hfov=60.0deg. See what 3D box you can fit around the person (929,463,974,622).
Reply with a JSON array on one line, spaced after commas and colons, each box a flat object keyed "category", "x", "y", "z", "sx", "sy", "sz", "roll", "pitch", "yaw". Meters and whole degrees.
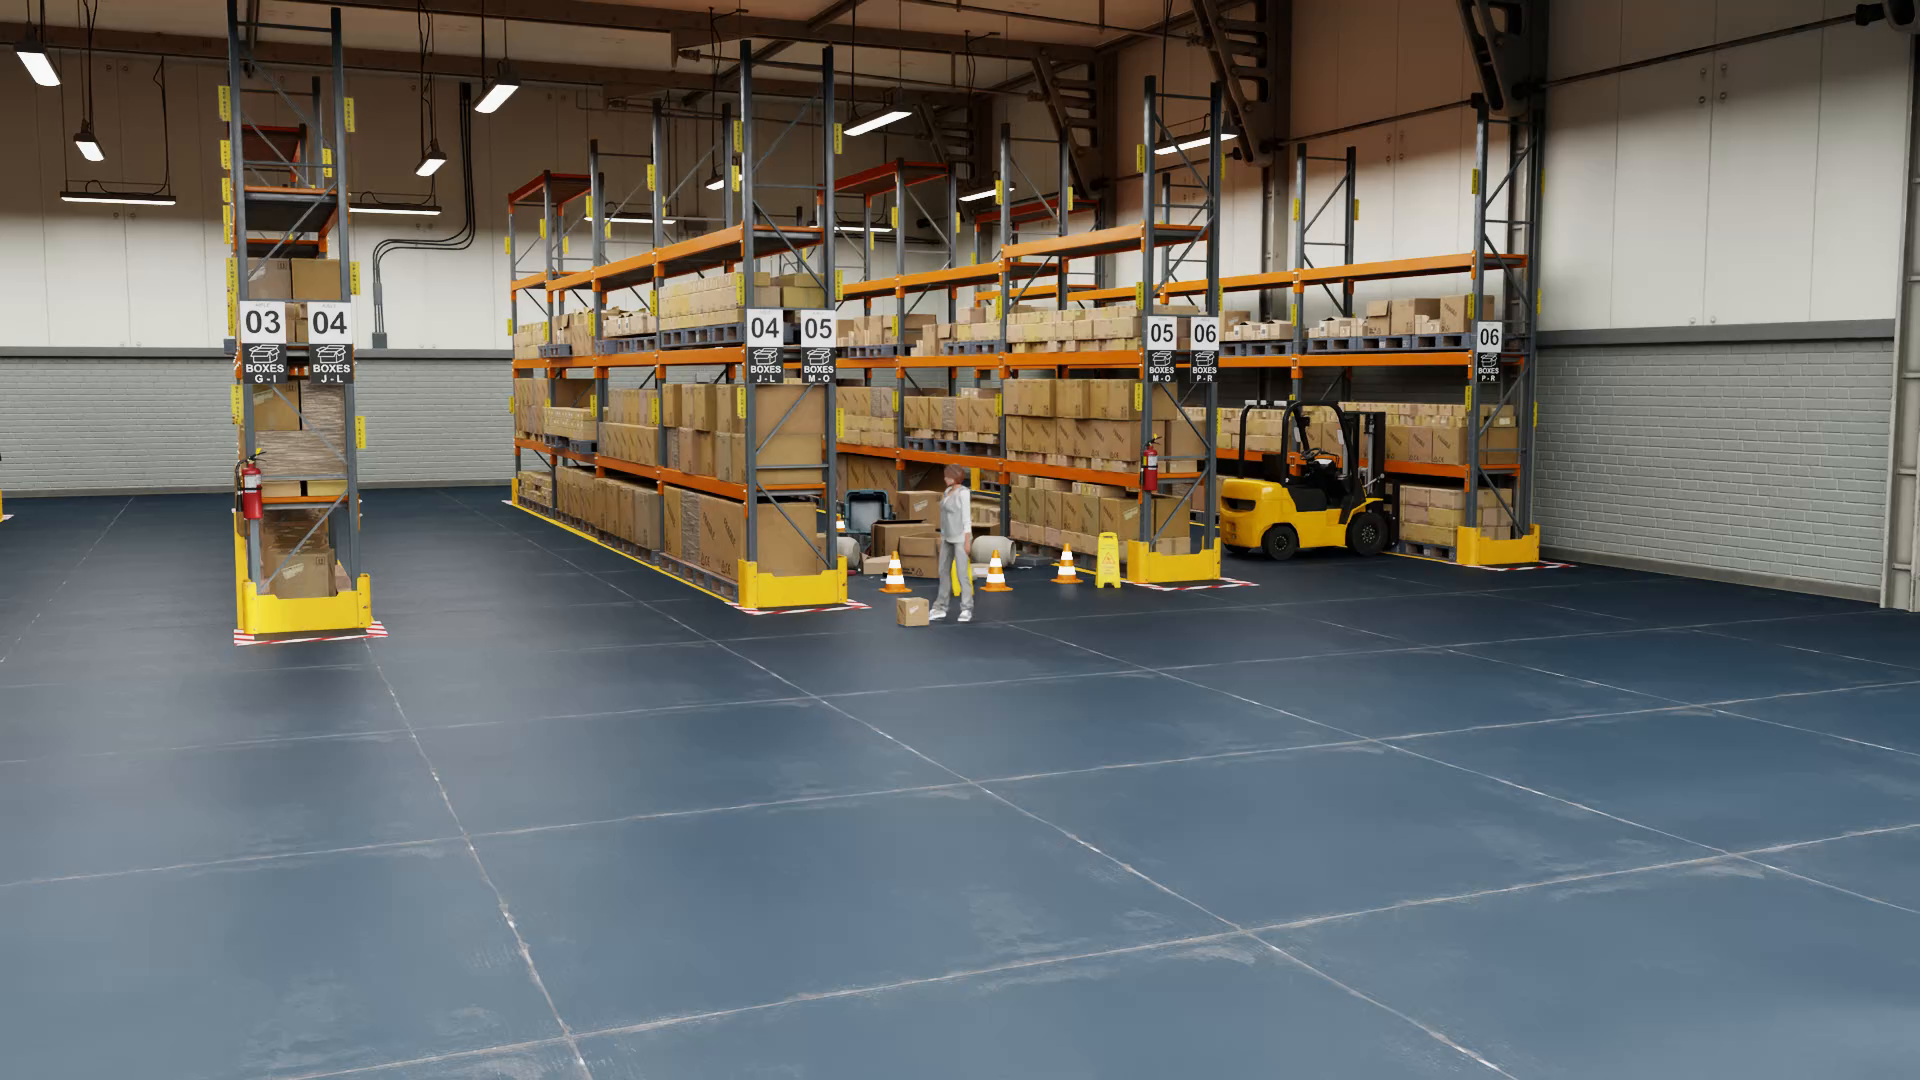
[{"category": "person", "x": -0.099, "y": 0.022, "z": 16.842, "sx": 0.480, "sy": 1.601, "sz": 0.489, "roll": -4, "pitch": 7, "yaw": -32}]
